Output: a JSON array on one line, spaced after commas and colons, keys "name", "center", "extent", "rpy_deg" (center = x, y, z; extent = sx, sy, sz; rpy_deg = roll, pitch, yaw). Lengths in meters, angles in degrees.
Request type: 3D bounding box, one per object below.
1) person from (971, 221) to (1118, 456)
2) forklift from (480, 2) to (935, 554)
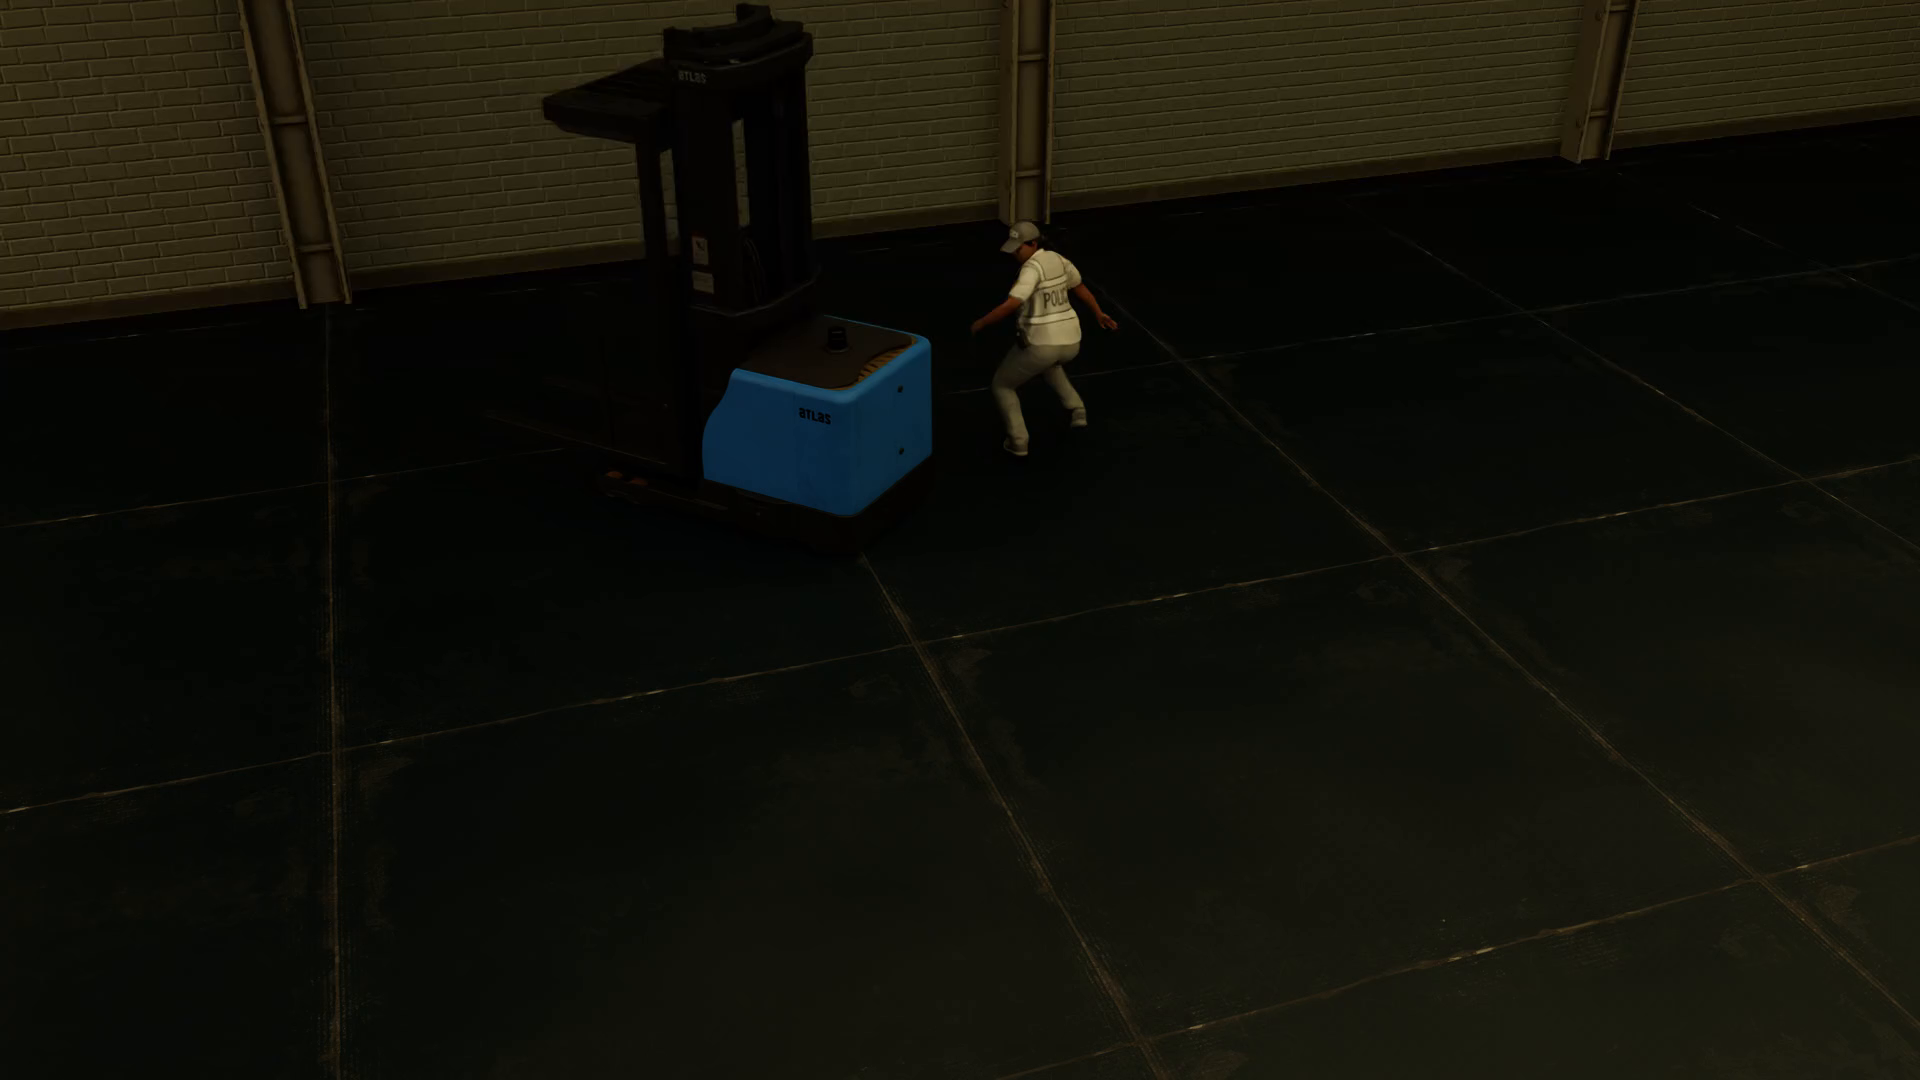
[{"name": "person", "center": [0.561, -1.306, 10.890], "extent": [0.946, 1.580, 0.533], "rpy_deg": [-26, 39, -38]}, {"name": "forklift", "center": [-1.701, -1.706, 10.051], "extent": [3.031, 2.935, 1.130], "rpy_deg": [15, 33, 25]}]
